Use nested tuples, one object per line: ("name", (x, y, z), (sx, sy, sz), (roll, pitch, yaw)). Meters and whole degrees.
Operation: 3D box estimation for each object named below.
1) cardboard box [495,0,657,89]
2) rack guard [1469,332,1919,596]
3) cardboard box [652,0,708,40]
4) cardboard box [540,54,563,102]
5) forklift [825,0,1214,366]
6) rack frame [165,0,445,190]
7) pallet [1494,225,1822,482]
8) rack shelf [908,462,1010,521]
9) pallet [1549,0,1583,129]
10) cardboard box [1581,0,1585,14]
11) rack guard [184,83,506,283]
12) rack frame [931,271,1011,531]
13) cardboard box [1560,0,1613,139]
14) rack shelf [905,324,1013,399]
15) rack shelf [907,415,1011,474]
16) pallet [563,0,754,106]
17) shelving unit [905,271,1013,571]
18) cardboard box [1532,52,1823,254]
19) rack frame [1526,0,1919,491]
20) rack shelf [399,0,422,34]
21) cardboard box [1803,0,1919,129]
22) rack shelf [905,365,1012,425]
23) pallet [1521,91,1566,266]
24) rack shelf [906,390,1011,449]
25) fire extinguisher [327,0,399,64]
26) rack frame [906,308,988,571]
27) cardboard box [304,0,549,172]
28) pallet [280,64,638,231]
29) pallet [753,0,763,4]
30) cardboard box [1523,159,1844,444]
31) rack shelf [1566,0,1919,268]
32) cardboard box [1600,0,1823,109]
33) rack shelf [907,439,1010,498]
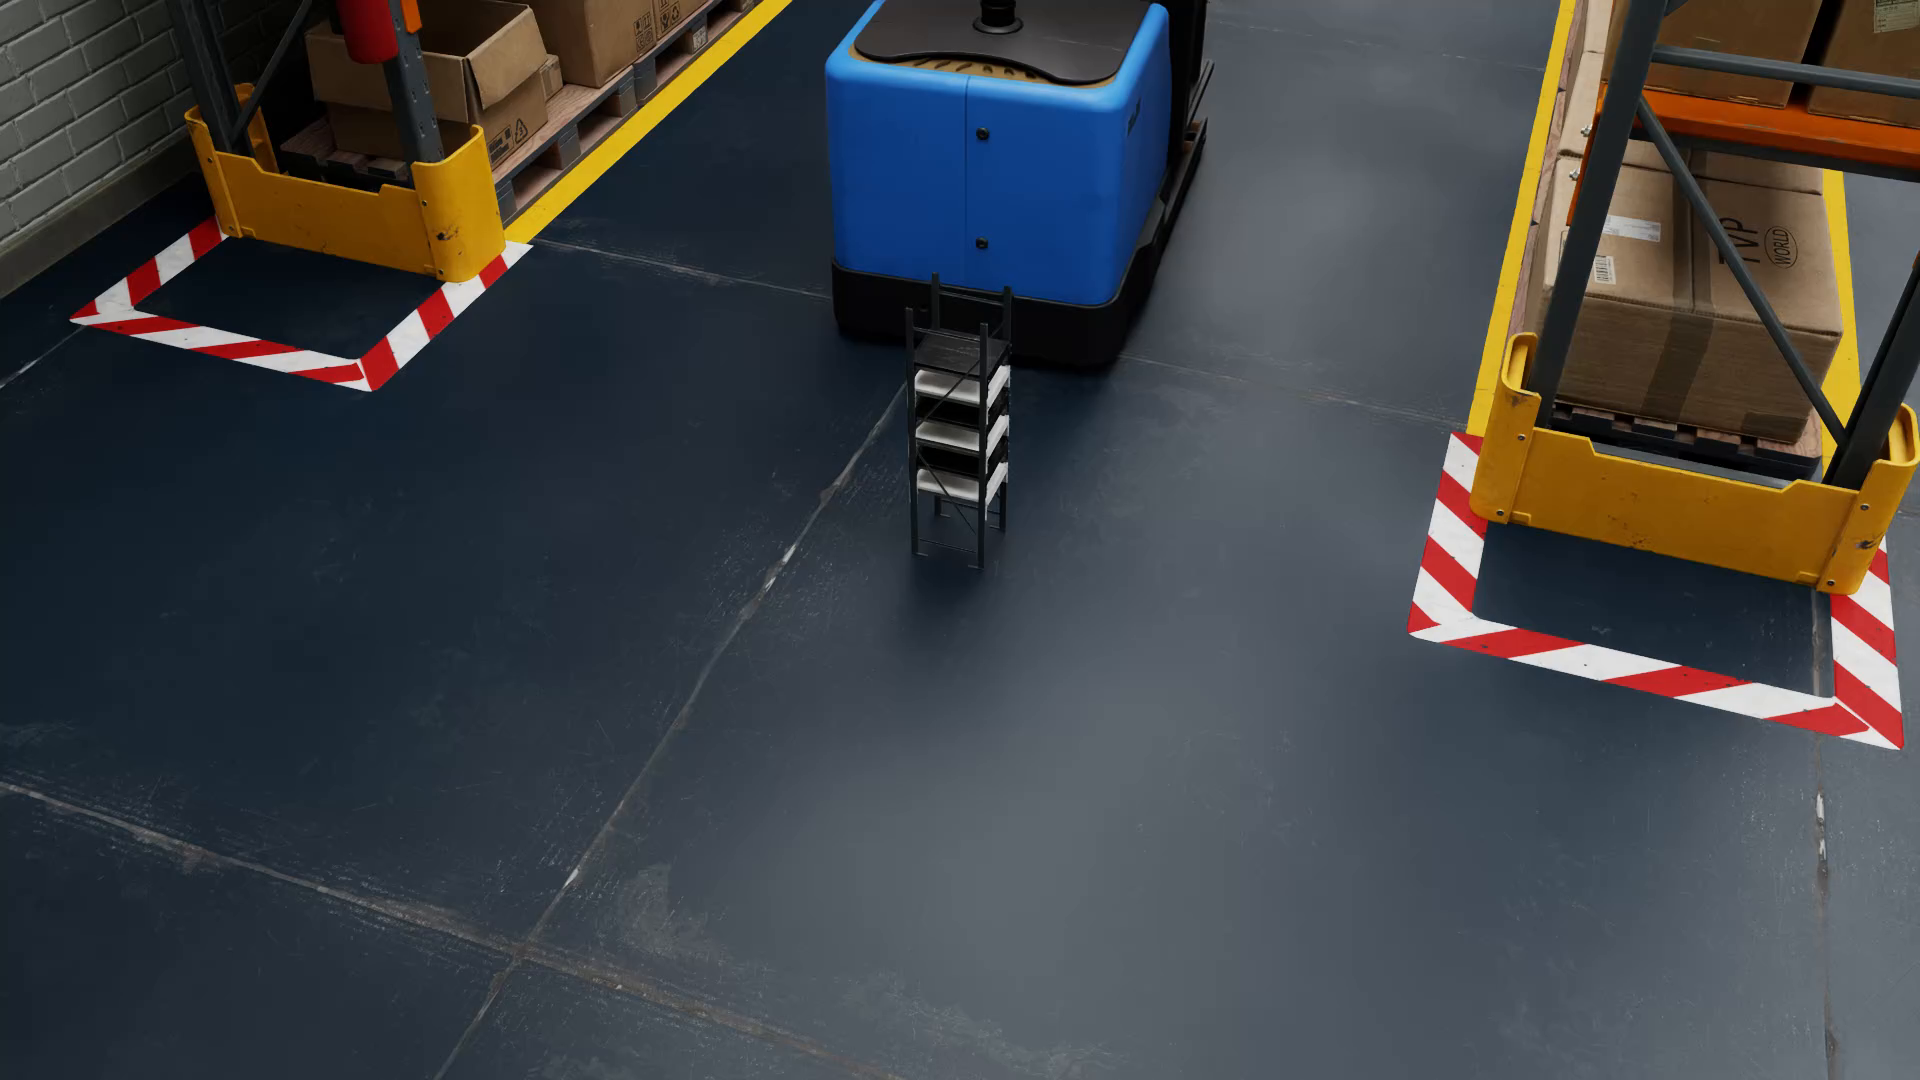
("cardboard box", (-1.794, -2.382, 7.333), (0.700, 0.500, 0.500), (15, 43, 17))
("rack guard", (2.237, -0.243, 5.150), (1.175, 0.500, 0.348), (13, 42, 15))
("cardboard box", (-1.519, -2.682, 7.685), (0.500, 0.500, 0.500), (14, 42, 16))
("cardboard box", (-1.941, -1.986, 7.140), (0.380, 0.149, 0.250), (12, 42, 13))
("forklift", (0.435, -2.696, 6.152), (1.130, 2.935, 3.031), (11, 42, 12))
("rack frame", (-2.421, -2.308, 5.644), (1.000, 3.000, 0.127), (13, 42, 15))
("pallet", (2.445, -0.653, 5.853), (1.003, 0.211, 1.213), (13, 42, 15))
("rack shelf", (-0.003, -0.175, 5.091), (0.258, 0.077, 0.200), (13, 42, 15))
("pallet", (3.279, -2.141, 7.597), (1.003, 0.211, 1.213), (13, 42, 15))
("cardboard box", (3.297, -2.474, 7.490), (0.875, 0.438, 0.875), (13, 42, 14))
("rack guard", (-2.395, -1.404, 6.510), (1.175, 0.500, 0.348), (13, 42, 15))
("rack frame", (0.032, -0.399, 5.025), (0.240, 0.900, 0.006), (13, 42, 15))
("cardboard box", (2.992, -1.928, 6.850), (0.875, 0.438, 0.875), (12, 42, 14))
("rack shelf", (-0.003, -0.517, 4.799), (0.258, 0.077, 0.200), (13, 42, 15))
("rack shelf", (-0.003, -0.312, 4.974), (0.258, 0.077, 0.200), (13, 42, 15))
("pallet", (-1.704, -2.522, 8.043), (1.003, 0.211, 1.213), (13, 42, 15))
("shelving unit", (-0.003, -0.337, 4.952), (0.258, 0.900, 0.210), (13, 42, 15))
("cardboard box", (2.682, -1.379, 6.205), (0.875, 0.438, 0.875), (14, 43, 16))
("rack frame", (2.245, -1.209, 4.356), (1.000, 3.000, 0.127), (13, 42, 15))
("rack shelf", (-1.737, -3.254, 7.308), (1.077, 0.370, 4.000), (13, 42, 15))
("cardboard box", (2.679, -1.476, 4.592), (0.500, 0.500, 0.500), (13, 42, 15))
("rack shelf", (-0.003, -0.449, 4.857), (0.258, 0.077, 0.200), (13, 42, 15))
("pallet", (2.864, -1.395, 6.722), (1.003, 0.211, 1.213), (13, 42, 15))
("rack shelf", (-0.003, -0.381, 4.915), (0.258, 0.077, 0.200), (13, 42, 15))
("fire extinguisher", (-2.037, -1.945, 5.565), (0.296, 0.674, 0.183), (13, 42, 15))
("rack frame", (-0.038, -0.275, 4.879), (0.240, 0.900, 0.006), (13, 42, 15))
("cardboard box", (-2.123, -1.870, 6.731), (0.797, 0.503, 0.637), (12, 42, 13))
("pallet", (-2.123, -1.780, 7.174), (1.003, 0.211, 1.213), (13, 42, 15))
("pallet", (-1.289, -3.268, 8.918), (1.003, 0.211, 1.213), (13, 42, 15))
("cardboard box", (2.377, -0.819, 5.549), (0.875, 0.438, 0.875), (12, 42, 14))
("rack shelf", (2.929, -2.155, 6.019), (1.077, 0.370, 4.000), (13, 42, 15))
("cardboard box", (2.161, -1.600, 4.737), (0.500, 0.500, 0.500), (14, 42, 15))
("rack shelf", (-0.003, -0.244, 5.032), (0.258, 0.077, 0.200), (13, 42, 15))
